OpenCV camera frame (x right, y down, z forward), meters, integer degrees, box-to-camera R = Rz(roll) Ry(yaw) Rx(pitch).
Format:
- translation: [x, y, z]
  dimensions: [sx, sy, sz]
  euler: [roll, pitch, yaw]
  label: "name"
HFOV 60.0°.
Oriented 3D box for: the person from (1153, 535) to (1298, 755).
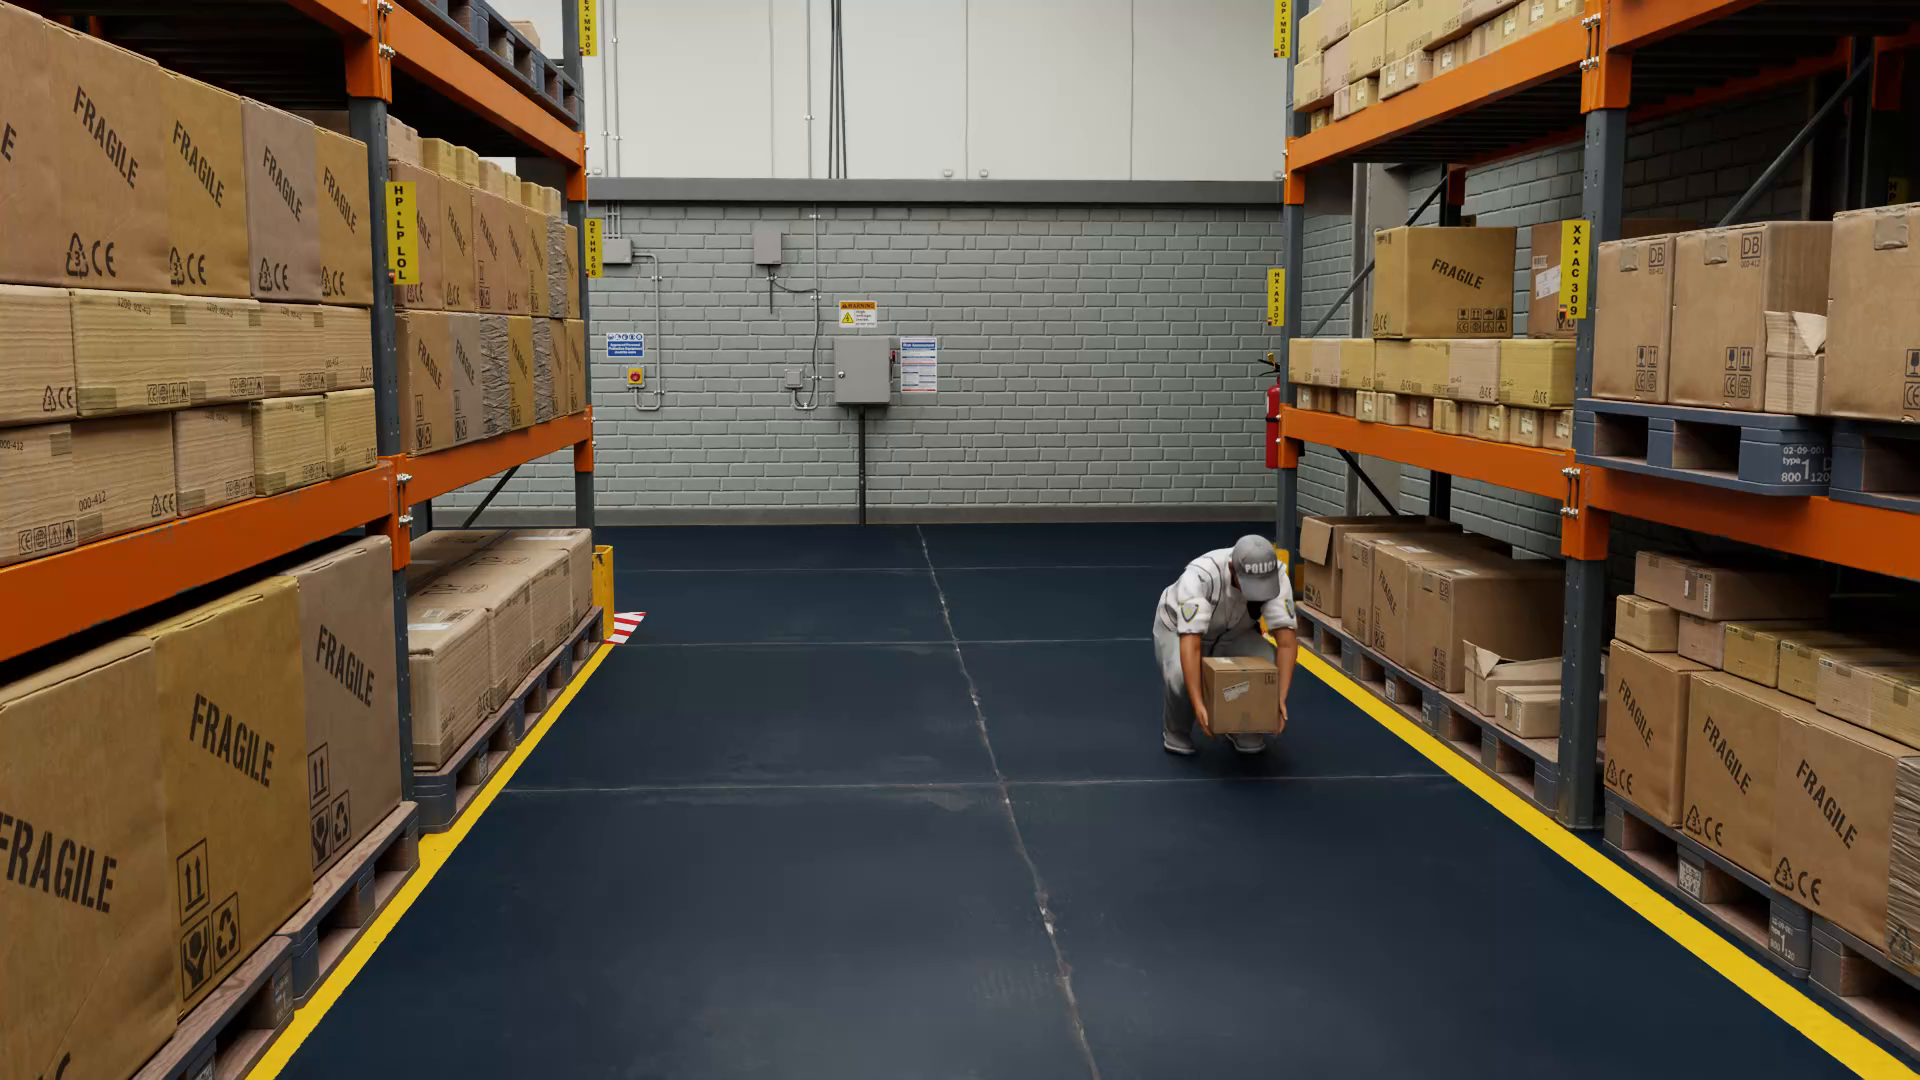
- translation: [1.080, 0.417, 6.821]
  dimensions: [0.524, 0.950, 0.853]
  euler: [0, 7, -4]
  label: "person"
